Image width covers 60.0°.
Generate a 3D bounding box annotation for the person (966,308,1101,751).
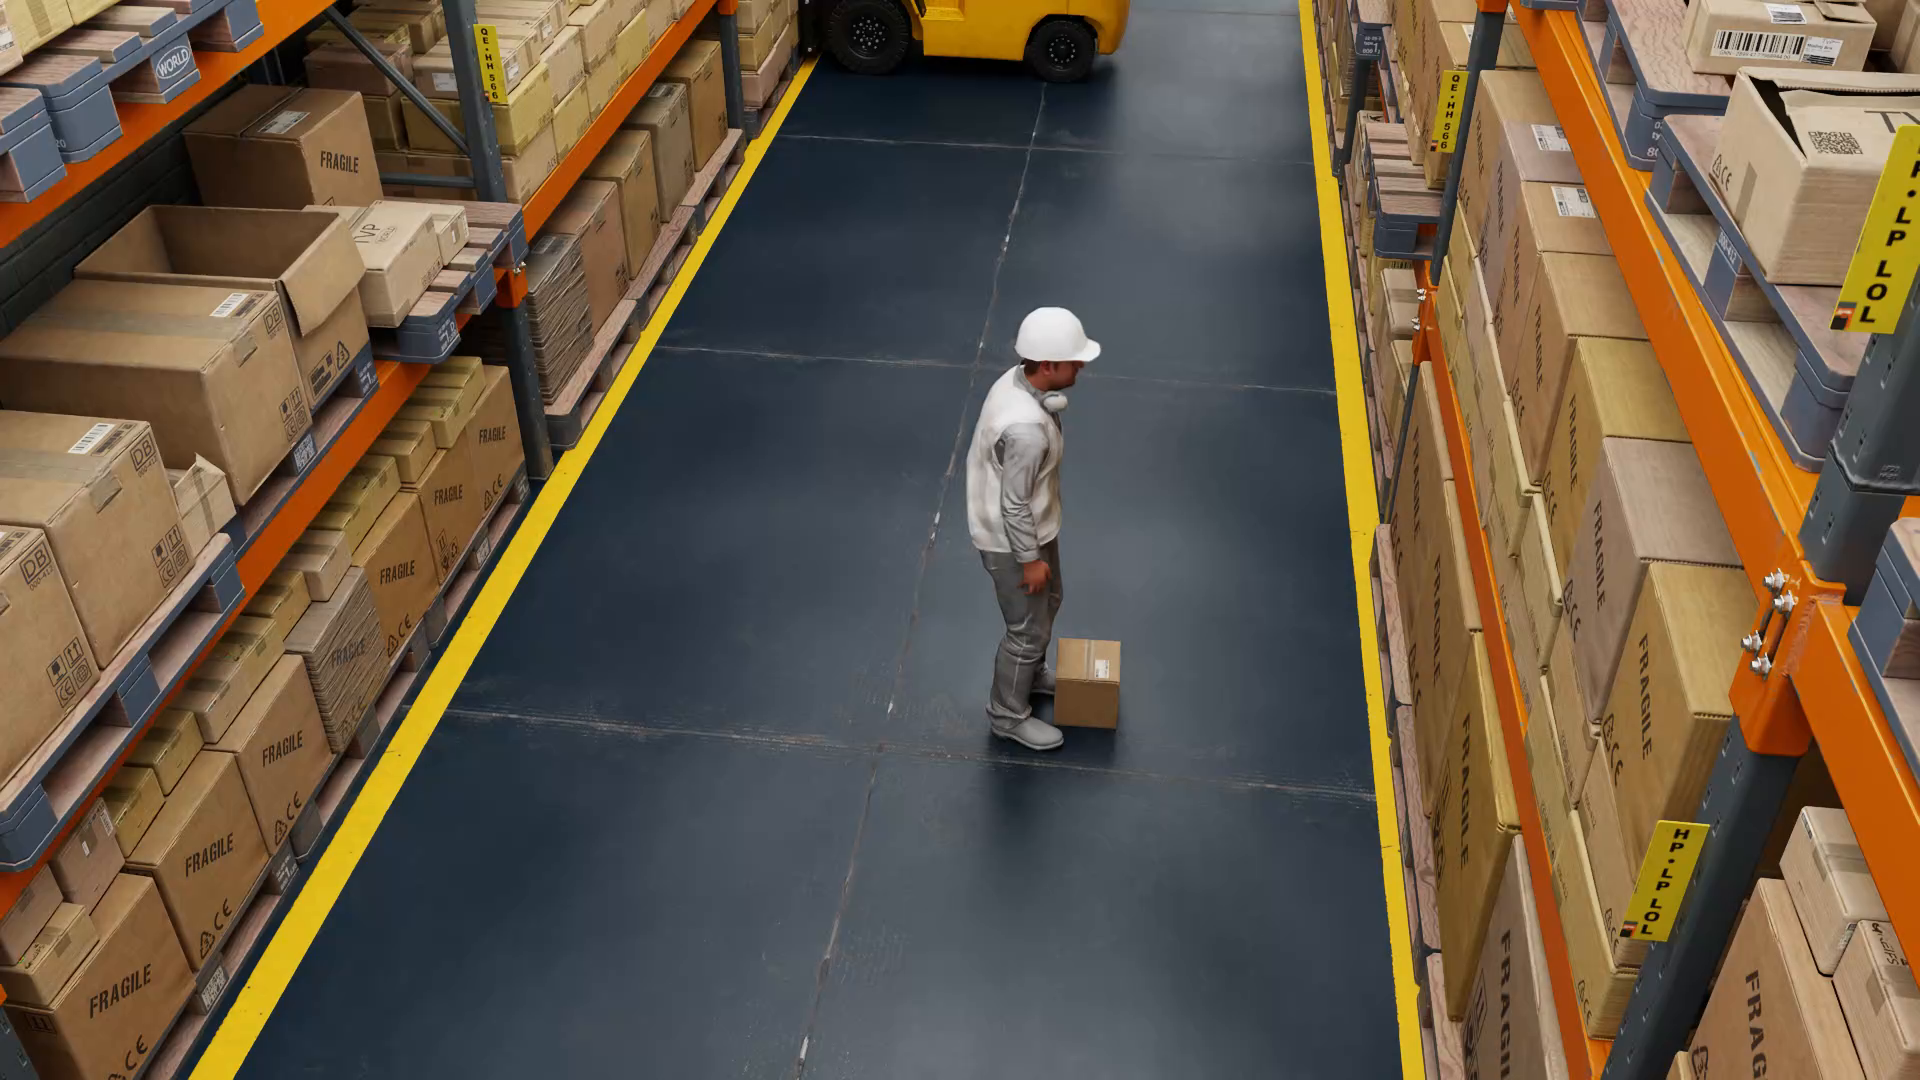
[{"bbox_3d":[0.255,-0.061,6.209,0.465,1.771,0.588,4,36,5],"label":"person"}]
